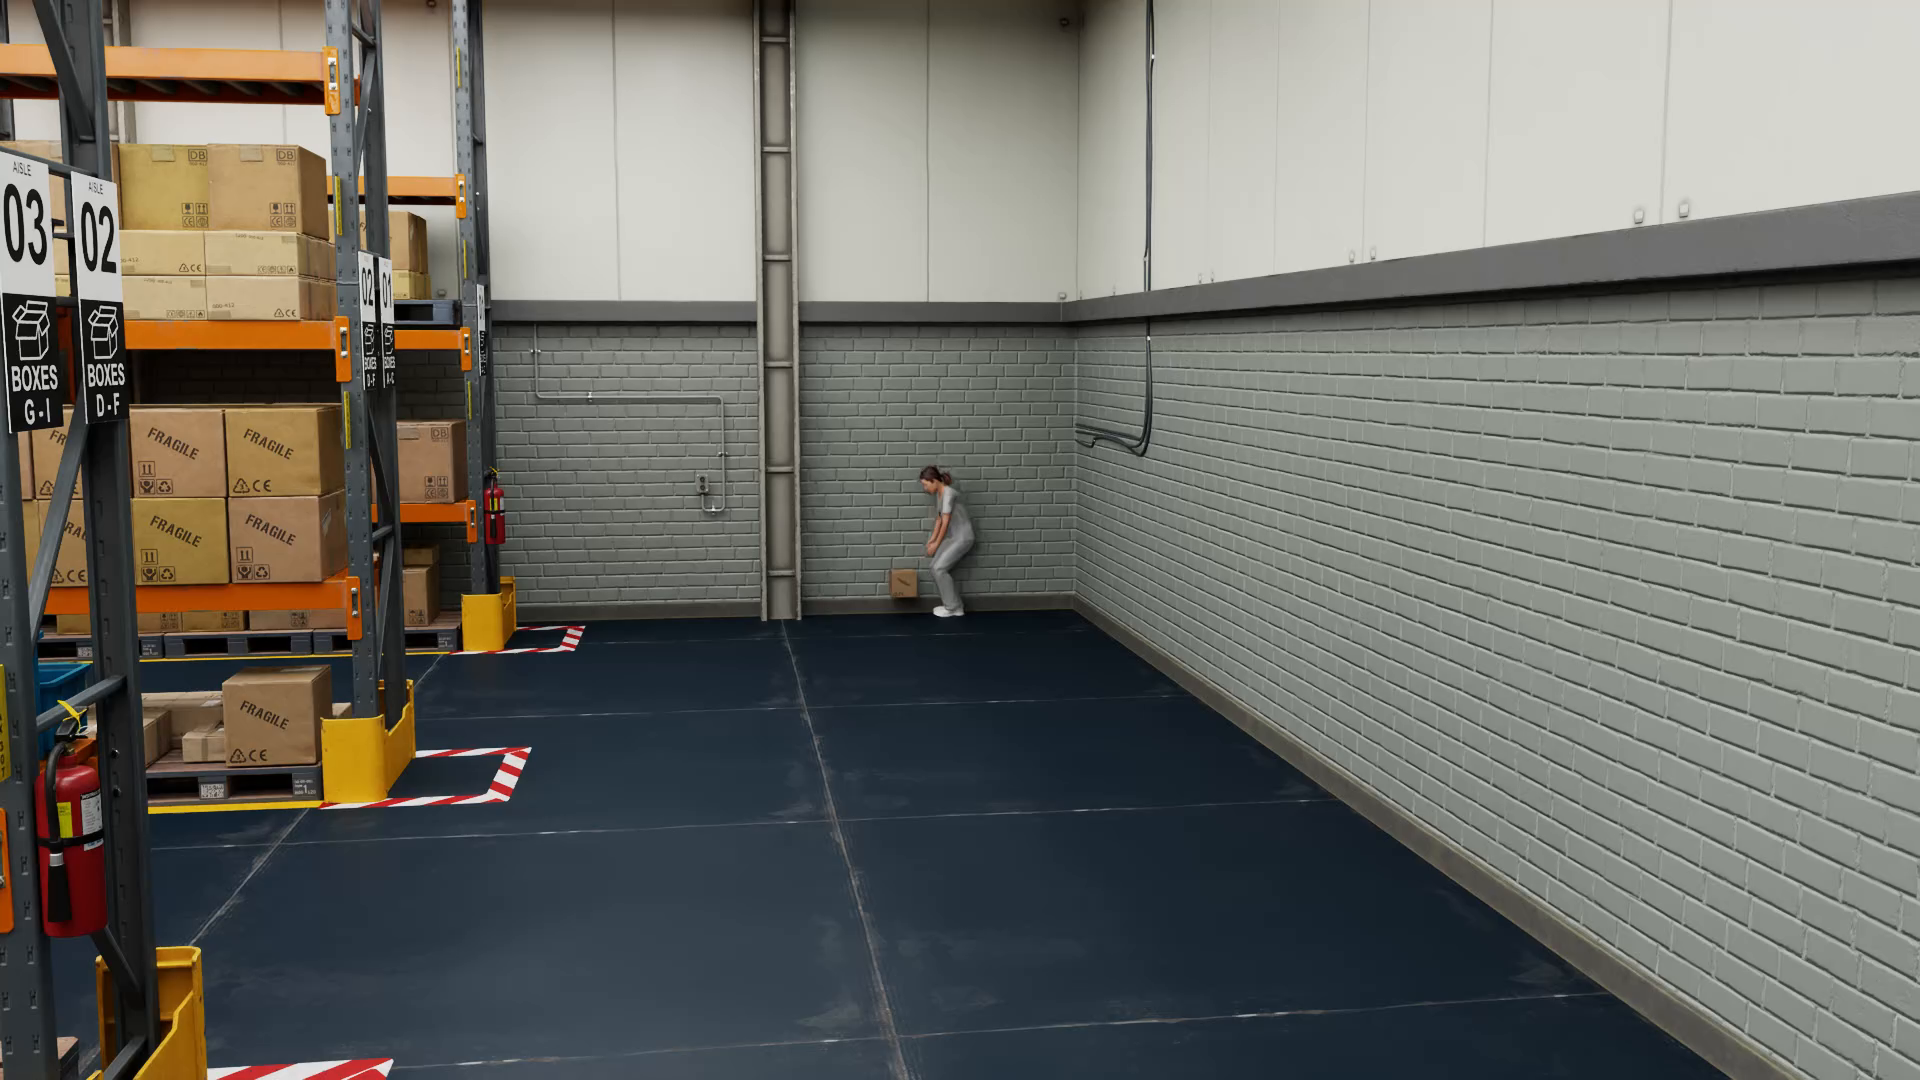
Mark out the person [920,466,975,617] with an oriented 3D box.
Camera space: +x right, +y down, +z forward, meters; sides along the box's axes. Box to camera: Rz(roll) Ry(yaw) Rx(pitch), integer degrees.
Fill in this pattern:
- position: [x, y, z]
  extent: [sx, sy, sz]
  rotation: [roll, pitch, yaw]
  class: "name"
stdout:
- position: [-0.126, 0.010, 16.551]
  extent: [0.554, 1.493, 0.486]
  rotation: [-1, 7, -8]
  class: "person"
